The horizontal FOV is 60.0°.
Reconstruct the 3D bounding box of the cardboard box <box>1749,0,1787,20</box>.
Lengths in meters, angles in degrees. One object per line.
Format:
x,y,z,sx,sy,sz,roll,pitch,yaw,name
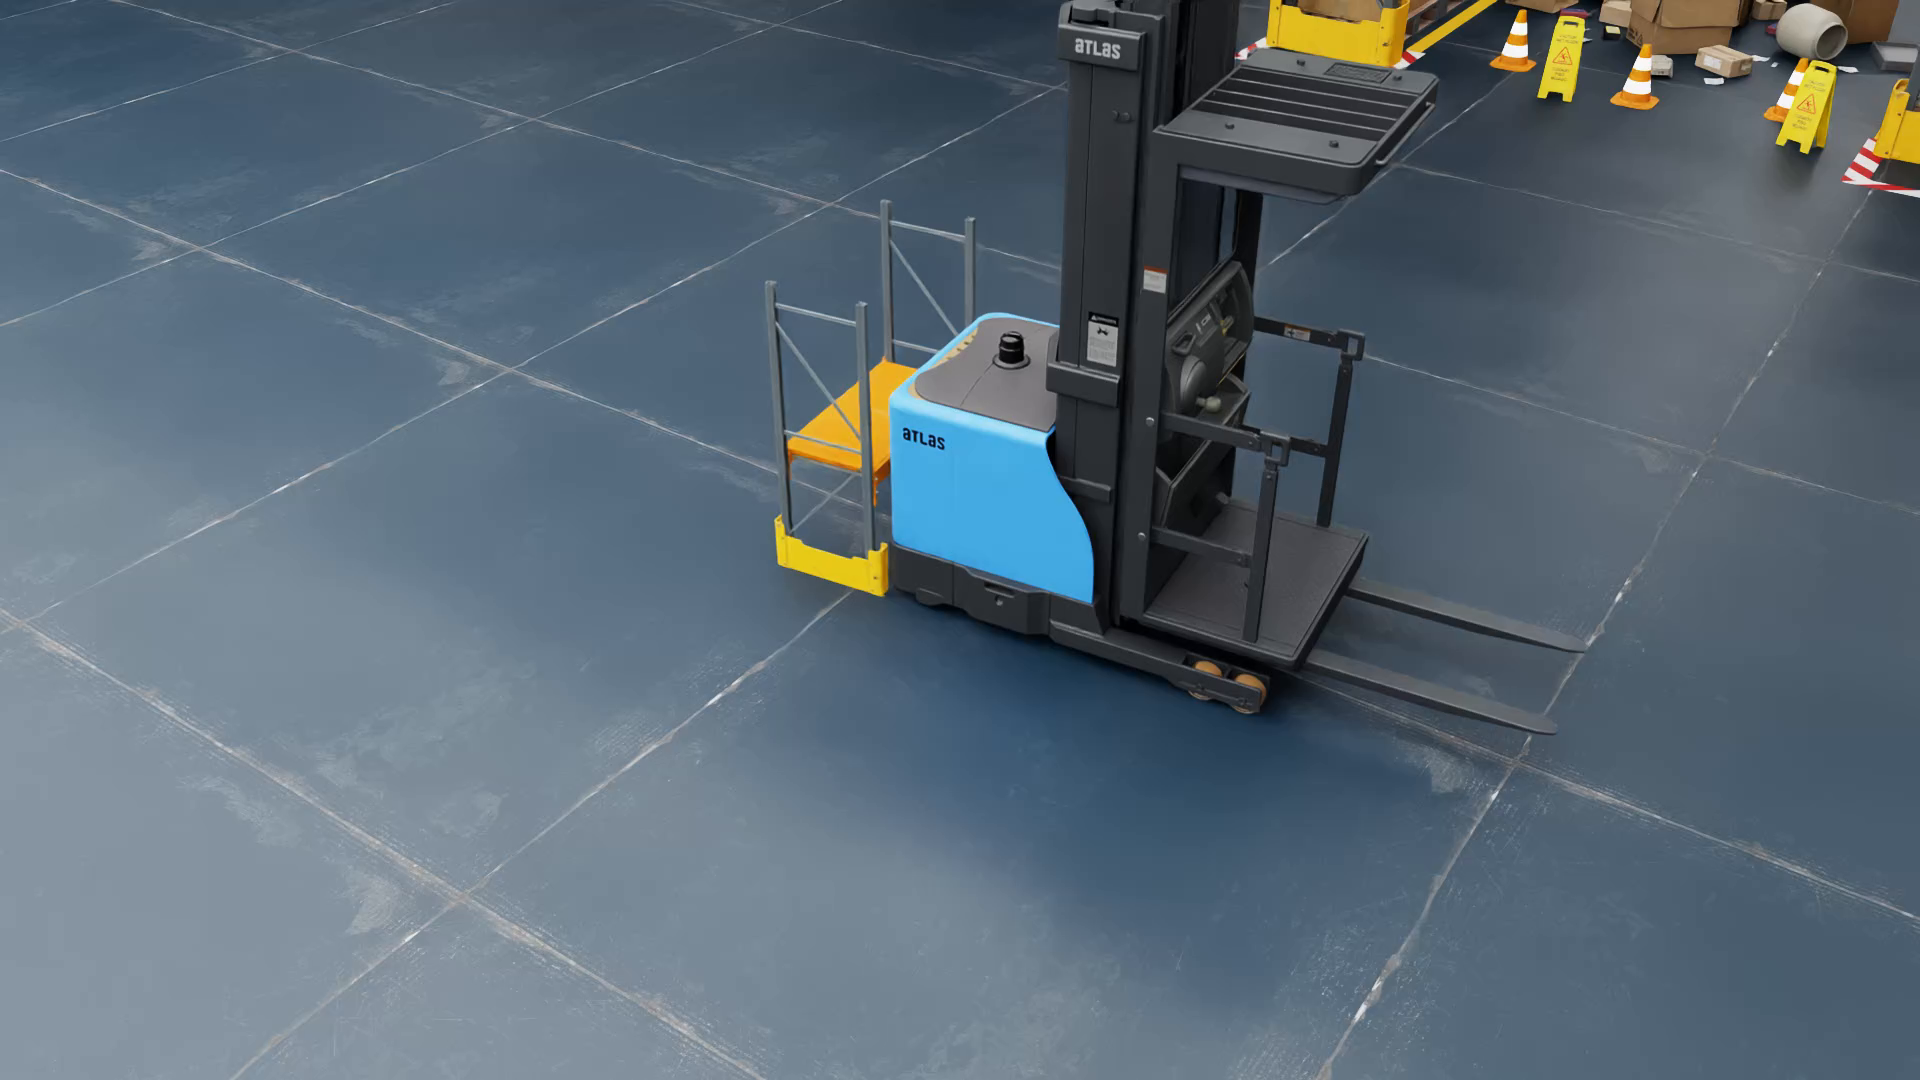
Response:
7.459,-5.020,15.436,0.258,0.266,0.396,-3,34,-4,cardboard box

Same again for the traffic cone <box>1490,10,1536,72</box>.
4.751,-4.275,14.159,0.336,0.463,0.334,21,39,28,traffic cone

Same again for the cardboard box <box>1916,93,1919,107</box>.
7.660,-3.505,12.834,0.500,0.250,0.500,21,39,28,cardboard box

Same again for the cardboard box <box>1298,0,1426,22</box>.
3.614,-5.162,14.728,0.875,0.875,0.875,21,40,28,cardboard box

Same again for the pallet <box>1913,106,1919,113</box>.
7.942,-3.243,12.857,1.003,0.211,1.213,21,39,28,pallet

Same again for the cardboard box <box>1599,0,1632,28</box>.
6.096,-4.864,15.206,0.396,0.266,0.258,29,44,36,cardboard box

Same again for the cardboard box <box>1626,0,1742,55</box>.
6.328,-4.584,14.579,0.797,0.503,0.637,-3,34,-4,cardboard box

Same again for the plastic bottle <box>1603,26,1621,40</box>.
5.857,-4.568,14.950,0.133,0.061,0.283,8,35,12,plastic bottle

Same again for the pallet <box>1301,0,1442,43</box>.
3.674,-4.773,15.120,1.003,0.211,1.213,21,39,28,pallet

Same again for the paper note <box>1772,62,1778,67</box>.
6.995,-4.081,14.276,0.032,0.001,0.123,21,39,28,paper note

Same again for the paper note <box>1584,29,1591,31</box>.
5.663,-4.627,15.083,0.123,0.001,0.032,-15,37,-21,paper note

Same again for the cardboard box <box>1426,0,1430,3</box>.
4.114,-5.568,15.328,0.875,0.875,0.875,21,39,27,cardboard box

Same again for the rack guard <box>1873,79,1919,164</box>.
7.450,-3.000,12.240,1.175,0.500,0.348,21,39,28,rack guard

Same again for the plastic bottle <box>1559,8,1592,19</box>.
5.705,-4.876,15.405,0.283,0.061,0.133,8,35,12,plastic bottle

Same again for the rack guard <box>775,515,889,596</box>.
-0.612,0.069,7.925,0.587,0.250,0.087,16,37,22,rack guard

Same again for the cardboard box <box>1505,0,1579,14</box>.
5.521,-5.300,15.638,0.500,0.500,0.500,29,44,36,cardboard box

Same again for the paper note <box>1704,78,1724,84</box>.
6.310,-3.842,13.904,0.148,0.019,0.142,8,35,12,paper note

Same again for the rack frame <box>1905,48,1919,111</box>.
7.406,-4.001,11.488,1.000,3.000,0.127,21,39,28,rack frame

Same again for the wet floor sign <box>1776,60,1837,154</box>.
6.419,-3.280,12.524,0.232,0.644,0.267,-22,40,-29,wet floor sign

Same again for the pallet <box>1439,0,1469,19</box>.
4.370,-5.332,15.947,1.003,0.211,1.213,21,39,28,pallet

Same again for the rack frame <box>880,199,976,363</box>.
-0.154,-0.945,8.309,0.500,1.500,0.032,16,37,22,rack frame

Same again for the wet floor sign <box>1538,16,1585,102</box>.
4.892,-3.914,13.462,0.267,0.644,0.232,14,37,20,wet floor sign

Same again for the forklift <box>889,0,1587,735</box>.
1.217,-0.810,6.831,3.031,2.935,1.130,17,37,23,forklift

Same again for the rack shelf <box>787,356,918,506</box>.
-0.387,-0.543,8.036,0.538,0.185,1.000,16,37,22,rack shelf

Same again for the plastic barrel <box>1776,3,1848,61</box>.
7.340,-4.368,14.331,0.421,0.421,0.512,-9,35,-13,plastic barrel

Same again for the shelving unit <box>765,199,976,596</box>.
-0.383,-0.697,7.941,0.587,1.500,1.083,16,37,22,shelving unit

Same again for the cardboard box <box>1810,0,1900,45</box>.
7.958,-4.749,14.823,0.500,0.500,0.500,-9,35,-13,cardboard box

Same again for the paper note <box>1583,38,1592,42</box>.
5.547,-4.465,14.827,0.142,0.017,0.144,-22,40,-29,paper note

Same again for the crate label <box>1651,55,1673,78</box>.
5.883,-4.005,14.049,0.250,0.136,0.298,3,34,4,crate label

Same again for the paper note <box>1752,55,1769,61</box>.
6.918,-4.180,14.414,0.142,0.019,0.148,-22,40,-29,paper note

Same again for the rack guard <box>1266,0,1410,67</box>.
3.268,-4.489,14.441,1.175,0.500,0.348,21,39,28,rack guard

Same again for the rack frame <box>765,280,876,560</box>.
-0.621,-0.439,7.561,0.500,1.500,0.032,16,37,22,rack frame

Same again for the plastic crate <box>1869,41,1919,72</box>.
8.118,-4.172,14.347,0.402,0.080,0.583,8,35,12,plastic crate

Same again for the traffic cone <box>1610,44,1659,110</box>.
5.486,-3.758,13.394,0.336,0.463,0.334,21,39,28,traffic cone

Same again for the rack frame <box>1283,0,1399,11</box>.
3.282,-5.535,13.758,1.000,3.000,0.127,21,39,28,rack frame

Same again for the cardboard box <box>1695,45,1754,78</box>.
6.494,-4.068,14.133,0.250,0.149,0.380,-15,37,-21,cardboard box

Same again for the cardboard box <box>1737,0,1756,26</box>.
6.854,-5.073,15.181,0.797,0.637,0.503,21,39,28,cardboard box

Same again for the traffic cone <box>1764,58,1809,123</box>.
6.592,-3.560,13.101,0.336,0.463,0.334,21,39,28,traffic cone

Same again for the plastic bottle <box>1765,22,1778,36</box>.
7.410,-4.629,15.041,0.133,0.061,0.283,29,44,36,plastic bottle

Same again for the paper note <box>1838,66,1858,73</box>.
7.563,-4.013,14.156,0.142,0.019,0.148,8,35,12,paper note
